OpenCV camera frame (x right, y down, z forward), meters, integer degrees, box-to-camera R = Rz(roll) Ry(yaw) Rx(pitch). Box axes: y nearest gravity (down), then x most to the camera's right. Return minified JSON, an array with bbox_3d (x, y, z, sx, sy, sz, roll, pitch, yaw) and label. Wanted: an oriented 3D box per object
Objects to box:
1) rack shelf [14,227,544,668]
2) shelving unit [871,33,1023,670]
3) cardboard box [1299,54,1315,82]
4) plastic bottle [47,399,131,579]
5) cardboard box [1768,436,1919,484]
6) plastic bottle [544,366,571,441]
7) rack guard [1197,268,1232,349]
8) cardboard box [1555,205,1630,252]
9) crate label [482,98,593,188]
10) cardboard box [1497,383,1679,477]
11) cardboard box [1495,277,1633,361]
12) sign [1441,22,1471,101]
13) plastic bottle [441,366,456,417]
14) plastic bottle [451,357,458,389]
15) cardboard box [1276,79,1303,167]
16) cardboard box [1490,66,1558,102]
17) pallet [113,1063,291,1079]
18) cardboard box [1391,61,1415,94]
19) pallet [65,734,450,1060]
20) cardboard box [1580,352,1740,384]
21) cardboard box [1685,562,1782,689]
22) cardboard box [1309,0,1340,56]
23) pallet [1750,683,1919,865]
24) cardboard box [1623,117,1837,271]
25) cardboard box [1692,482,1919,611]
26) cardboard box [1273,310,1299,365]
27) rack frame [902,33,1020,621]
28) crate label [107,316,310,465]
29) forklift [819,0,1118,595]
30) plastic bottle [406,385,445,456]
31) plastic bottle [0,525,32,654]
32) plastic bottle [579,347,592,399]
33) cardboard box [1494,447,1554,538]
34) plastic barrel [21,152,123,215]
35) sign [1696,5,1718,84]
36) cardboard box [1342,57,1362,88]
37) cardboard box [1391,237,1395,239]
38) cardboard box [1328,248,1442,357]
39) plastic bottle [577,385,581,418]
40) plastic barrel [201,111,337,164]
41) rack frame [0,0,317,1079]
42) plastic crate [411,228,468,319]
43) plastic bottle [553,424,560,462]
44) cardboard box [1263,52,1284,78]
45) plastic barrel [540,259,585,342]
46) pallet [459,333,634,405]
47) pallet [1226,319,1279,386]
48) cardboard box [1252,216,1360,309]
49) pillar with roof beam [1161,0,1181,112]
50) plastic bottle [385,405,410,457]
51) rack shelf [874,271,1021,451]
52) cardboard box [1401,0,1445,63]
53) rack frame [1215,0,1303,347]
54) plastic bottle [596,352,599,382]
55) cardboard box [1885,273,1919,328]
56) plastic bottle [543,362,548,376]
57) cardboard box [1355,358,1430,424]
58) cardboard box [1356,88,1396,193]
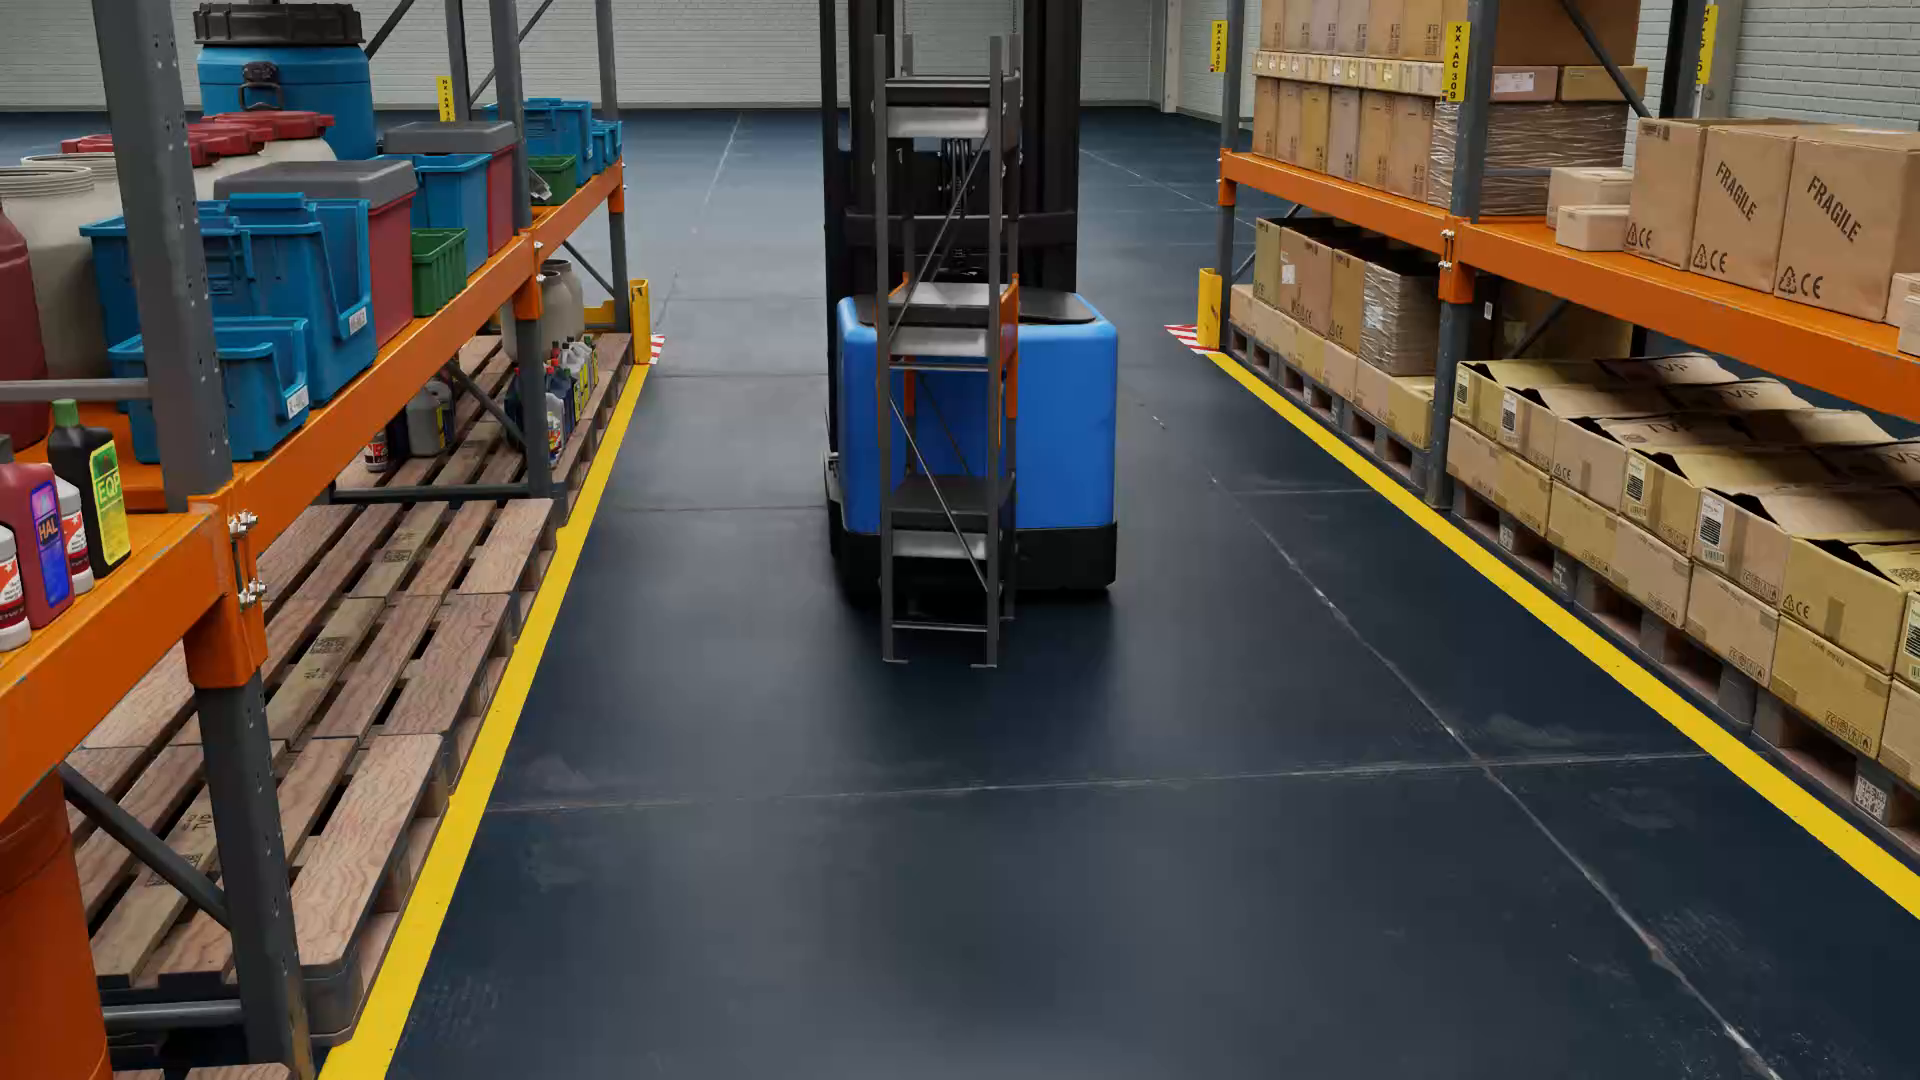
[{"bbox_3d":[-2.065,-0.506,4.983,1.077,0.370,4.000,-2,18,-6],"label":"rack shelf"},{"bbox_3d":[-0.034,-0.636,5.698,0.431,2.100,0.503,3,18,8],"label":"shelving unit"},{"bbox_3d":[2.178,-2.715,9.568,0.380,0.149,0.250,-2,18,-7],"label":"cardboard box"},{"bbox_3d":[-1.393,-0.091,2.653,0.061,0.283,0.133,-2,18,-6],"label":"plastic bottle"},{"bbox_3d":[3.140,-0.188,5.722,0.500,0.311,0.500,-2,18,-6],"label":"cardboard box"},{"bbox_3d":[-1.942,-0.645,7.911,0.144,0.351,0.185,-1,17,-4],"label":"plastic bottle"},{"bbox_3d":[2.241,-1.604,11.451,1.175,0.500,0.348,-2,18,-6],"label":"rack guard"},{"bbox_3d":[2.544,-1.207,6.434,0.380,0.149,0.250,-2,18,-6],"label":"cardboard box"},{"bbox_3d":[-2.225,-2.114,8.844,0.502,0.435,0.616,-2,18,-6],"label":"crate label"},{"bbox_3d":[2.497,-0.473,6.630,0.500,0.311,0.500,-2,18,-6],"label":"cardboard box"},{"bbox_3d":[2.920,-0.992,7.965,0.500,0.500,0.500,-2,18,-6],"label":"cardboard box"},{"bbox_3d":[2.104,-2.031,7.060,0.100,0.325,0.005,-2,18,-6],"label":"sign"},{"bbox_3d":[-2.584,-0.748,8.352,0.061,0.283,0.133,-2,18,-6],"label":"plastic bottle"},{"bbox_3d":[-2.796,-0.931,9.073,0.097,0.201,0.097,0,17,0],"label":"plastic bottle"},{"bbox_3d":[2.338,-2.541,10.096,0.700,0.500,0.500,-1,17,-4],"label":"cardboard box"},{"bbox_3d":[2.415,-2.029,7.382,0.380,0.149,0.250,-2,18,-6],"label":"cardboard box"},{"bbox_3d":[-1.736,1.310,2.651,1.003,0.211,1.213,-2,18,-6],"label":"pallet"},{"bbox_3d":[2.334,-2.259,8.115,0.380,0.149,0.250,-2,18,-6],"label":"cardboard box"},{"bbox_3d":[-1.900,0.845,4.134,1.003,0.211,1.213,-2,18,-6],"label":"pallet"},{"bbox_3d":[2.983,-0.642,7.166,0.500,0.311,0.500,-2,18,-6],"label":"cardboard box"},{"bbox_3d":[2.666,0.253,5.252,0.500,0.250,0.500,-1,17,-4],"label":"cardboard box"},{"bbox_3d":[2.397,-2.994,9.373,0.700,0.500,0.500,-2,18,-5],"label":"cardboard box"},{"bbox_3d":[3.023,0.678,4.664,1.003,0.211,1.213,-2,18,-6],"label":"pallet"},{"bbox_3d":[2.773,-1.259,6.012,0.500,0.500,0.500,-1,17,-2],"label":"cardboard box"},{"bbox_3d":[2.660,-0.015,5.171,0.500,0.311,0.500,-2,18,-6],"label":"cardboard box"},{"bbox_3d":[2.184,-1.213,9.923,0.500,0.250,0.500,-2,18,-6],"label":"cardboard box"},{"bbox_3d":[0.003,-0.709,5.929,0.400,2.100,0.015,3,18,8],"label":"rack frame"},{"bbox_3d":[-1.529,-0.311,3.439,0.303,0.233,0.416,-2,18,-6],"label":"crate label"},{"bbox_3d":[-0.065,-1.586,7.336,1.130,2.935,3.031,-2,18,-6],"label":"forklift"},{"bbox_3d":[-2.481,-0.579,7.702,0.144,0.351,0.185,-2,18,-6],"label":"plastic bottle"},{"bbox_3d":[-1.375,0.052,2.335,0.097,0.201,0.097,0,17,0],"label":"plastic bottle"},{"bbox_3d":[-2.045,-0.897,8.838,0.152,0.276,0.135,-2,18,-7],"label":"plastic bottle"},{"bbox_3d":[2.503,-0.206,6.714,0.500,0.250,0.500,-1,17,-4],"label":"cardboard box"},{"bbox_3d":[-2.221,-0.733,4.316,0.421,0.512,0.421,0,17,0],"label":"plastic barrel"},{"bbox_3d":[3.195,-2.132,7.159,0.100,0.325,0.005,-2,18,-6],"label":"sign"},{"bbox_3d":[2.255,-2.486,8.839,0.380,0.149,0.250,-1,17,-4],"label":"cardboard box"},{"bbox_3d":[2.713,-1.587,9.863,0.500,0.500,0.500,-2,18,-6],"label":"cardboard box"},{"bbox_3d":[2.296,-1.273,8.863,0.500,0.500,0.500,-2,18,-6],"label":"cardboard box"},{"bbox_3d":[-1.967,-0.715,8.384,0.097,0.201,0.097,0,17,0],"label":"plastic bottle"},{"bbox_3d":[-2.391,-1.219,5.824,0.433,0.535,0.433,0,17,0],"label":"plastic barrel"},{"bbox_3d":[-1.859,-0.254,2.978,1.000,3.000,0.127,-2,18,-6],"label":"rack frame"},{"bbox_3d":[-1.811,-0.834,5.180,0.450,0.188,0.662,-2,18,-6],"label":"plastic crate"},{"bbox_3d":[-1.879,-0.459,7.569,0.097,0.201,0.097,0,17,0],"label":"plastic bottle"},{"bbox_3d":[2.100,-2.944,10.298,0.380,0.149,0.250,-2,18,-7],"label":"cardboard box"},{"bbox_3d":[-2.540,-1.457,10.262,0.421,0.512,0.421,0,17,0],"label":"plastic barrel"},{"bbox_3d":[-2.551,-1.043,10.148,1.003,0.211,1.213,-2,18,-6],"label":"pallet"},{"bbox_3d":[2.364,-1.232,10.750,1.003,0.211,1.213,-2,18,-6],"label":"pallet"},{"bbox_3d":[2.131,-1.720,10.285,0.500,0.500,0.500,-2,18,-6],"label":"cardboard box"},{"bbox_3d":[0.727,-14.429,38.113,9.100,9.000,0.400,-2,18,-6],"label":"pillar with roof beam"},{"bbox_3d":[-2.624,-0.575,7.687,0.144,0.351,0.185,-2,18,-7],"label":"plastic bottle"},{"bbox_3d":[-0.034,-0.623,5.702,0.431,0.518,0.480,3,18,8],"label":"rack shelf"},{"bbox_3d":[2.551,-2.547,7.948,0.700,0.500,0.500,-2,18,-6],"label":"cardboard box"},{"bbox_3d":[2.243,-2.789,11.054,1.000,3.000,0.127,-2,18,-6],"label":"rack frame"},{"bbox_3d":[-2.058,-0.978,9.223,0.097,0.201,0.097,0,17,0],"label":"plastic bottle"},{"bbox_3d":[2.881,-0.664,4.704,0.380,0.149,0.250,0,17,-2],"label":"cardboard box"},{"bbox_3d":[-2.150,-0.780,8.467,0.152,0.276,0.135,-2,18,-6],"label":"plastic bottle"},{"bbox_3d":[2.349,-0.767,8.501,0.500,0.250,0.500,-2,18,-6],"label":"cardboard box"},{"bbox_3d":[2.495,-2.084,8.639,0.700,0.500,0.500,-2,17,-5],"label":"cardboard box"}]
